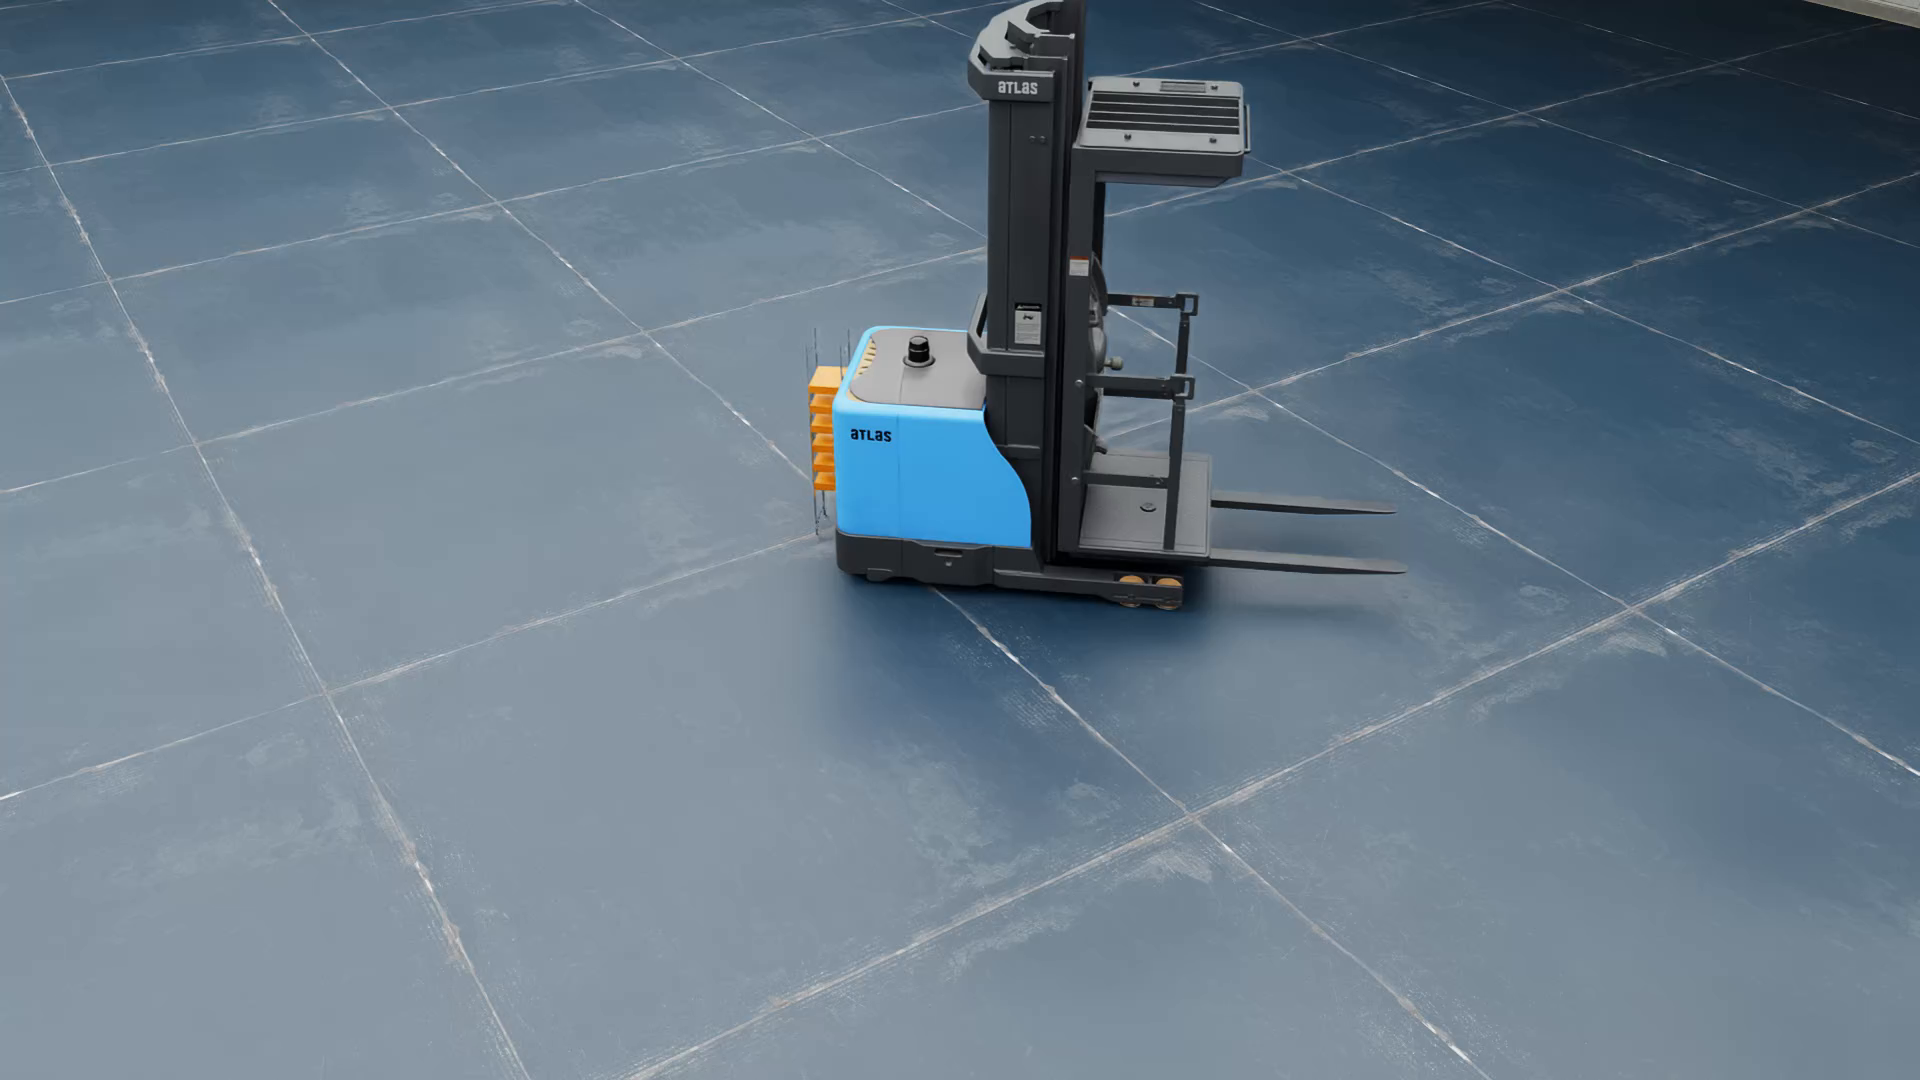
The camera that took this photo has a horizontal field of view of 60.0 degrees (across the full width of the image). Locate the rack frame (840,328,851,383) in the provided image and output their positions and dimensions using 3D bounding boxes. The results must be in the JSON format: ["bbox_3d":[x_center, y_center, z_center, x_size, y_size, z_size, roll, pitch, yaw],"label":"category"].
[{"bbox_3d":[-0.613,-0.570,9.151,0.006,1.200,0.240,4,32,7],"label":"rack frame"}]

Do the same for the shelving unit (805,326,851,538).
[{"bbox_3d":[-0.704,-0.577,9.161,0.189,1.200,0.258,4,32,7],"label":"shelving unit"}]

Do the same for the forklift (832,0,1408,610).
[{"bbox_3d":[0.889,-1.174,8.485,3.031,2.935,1.130,4,32,7],"label":"forklift"}]

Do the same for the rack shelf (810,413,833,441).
[{"bbox_3d":[-0.704,-0.641,9.121,0.180,0.103,0.258,4,32,7],"label":"rack shelf"}]

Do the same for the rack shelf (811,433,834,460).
[{"bbox_3d":[-0.704,-0.539,9.185,0.180,0.103,0.258,4,32,7],"label":"rack shelf"}]

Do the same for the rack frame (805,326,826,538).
[{"bbox_3d":[-0.795,-0.584,9.172,0.006,1.200,0.240,4,32,7],"label":"rack frame"}]

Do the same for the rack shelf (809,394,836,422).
[{"bbox_3d":[-0.704,-0.742,9.057,0.180,0.103,0.258,4,32,7],"label":"rack shelf"}]

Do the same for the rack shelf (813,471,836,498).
[{"bbox_3d":[-0.704,-0.336,9.313,0.180,0.103,0.258,4,32,7],"label":"rack shelf"}]

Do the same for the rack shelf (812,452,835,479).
[{"bbox_3d":[-0.704,-0.438,9.249,0.180,0.103,0.258,4,32,7],"label":"rack shelf"}]

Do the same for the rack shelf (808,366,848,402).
[{"bbox_3d":[-0.704,-0.844,8.993,0.180,0.103,0.258,4,32,7],"label":"rack shelf"}]
